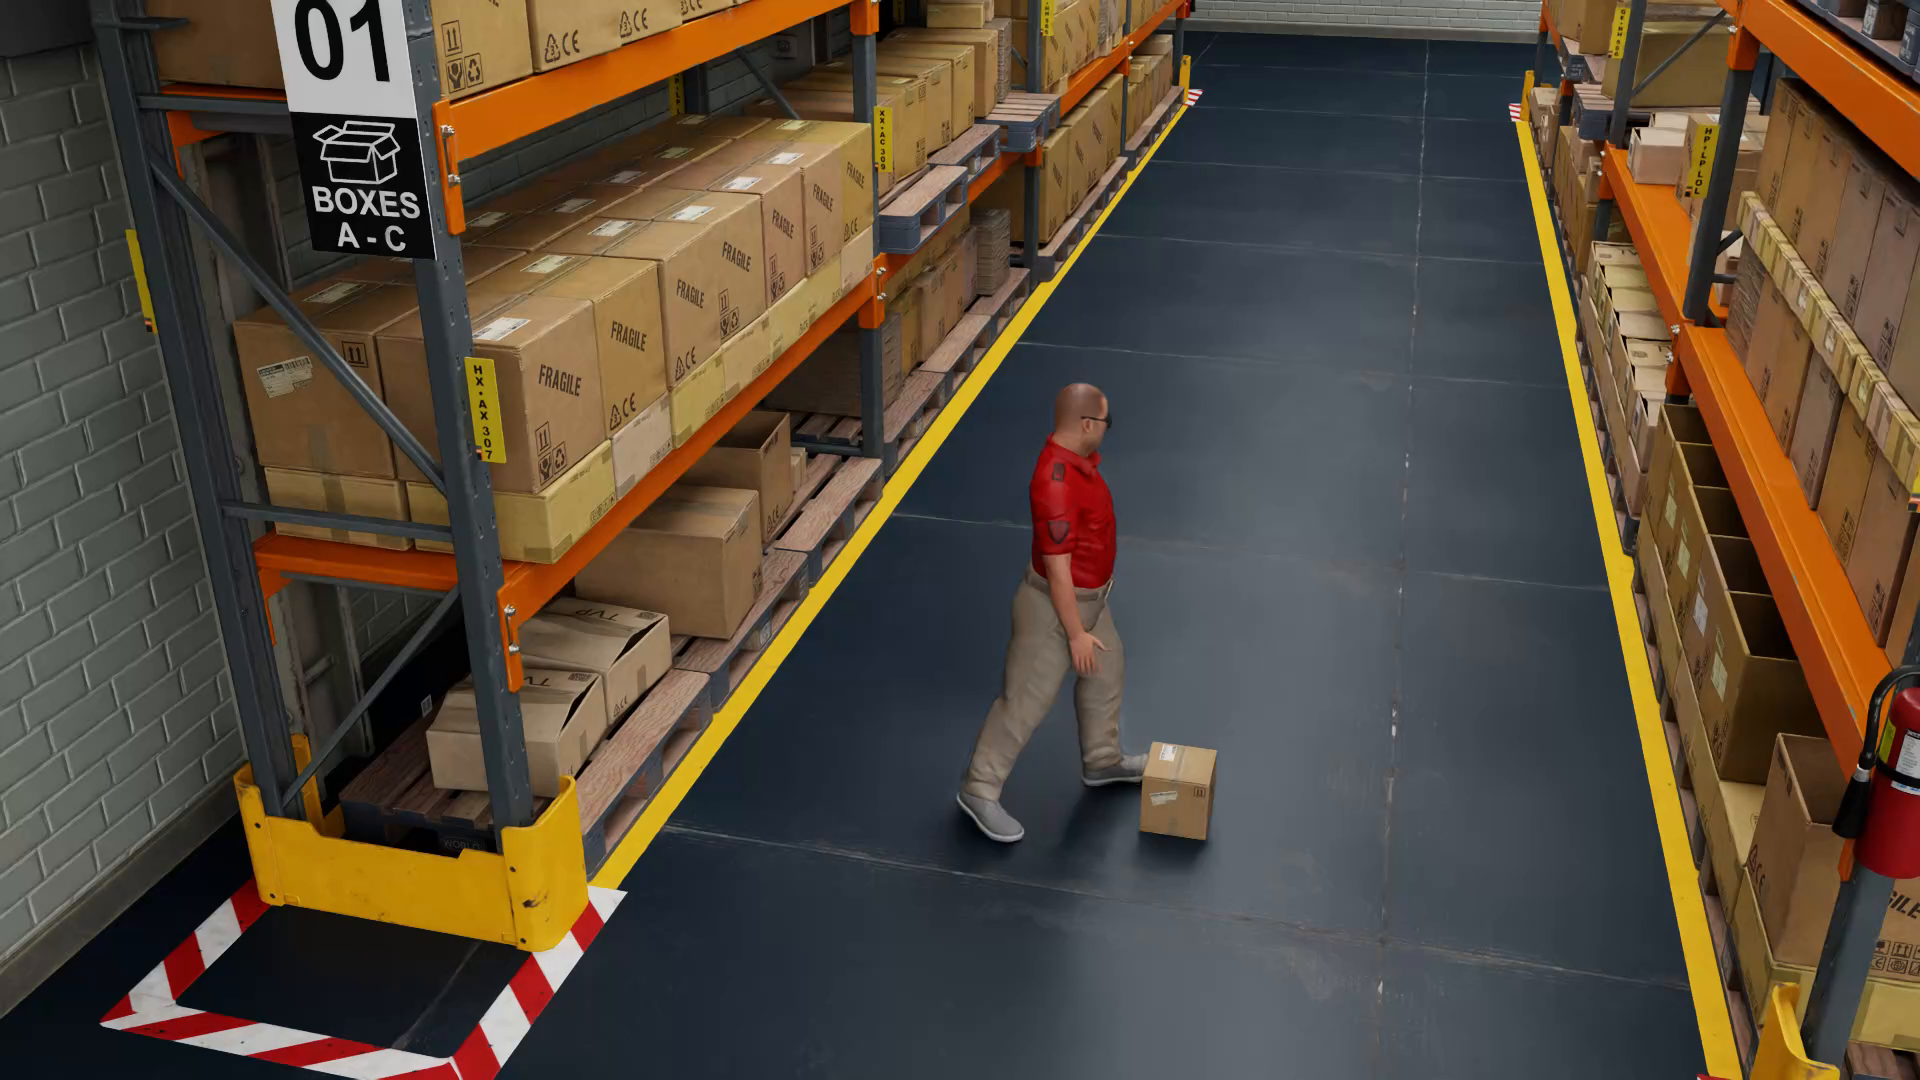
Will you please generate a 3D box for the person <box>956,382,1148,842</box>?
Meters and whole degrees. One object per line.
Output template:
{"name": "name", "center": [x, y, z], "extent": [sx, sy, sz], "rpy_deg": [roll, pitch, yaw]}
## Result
{"name": "person", "center": [0.386, 0.254, 6.108], "extent": [0.753, 1.706, 0.642], "rpy_deg": [6, 26, 12]}
